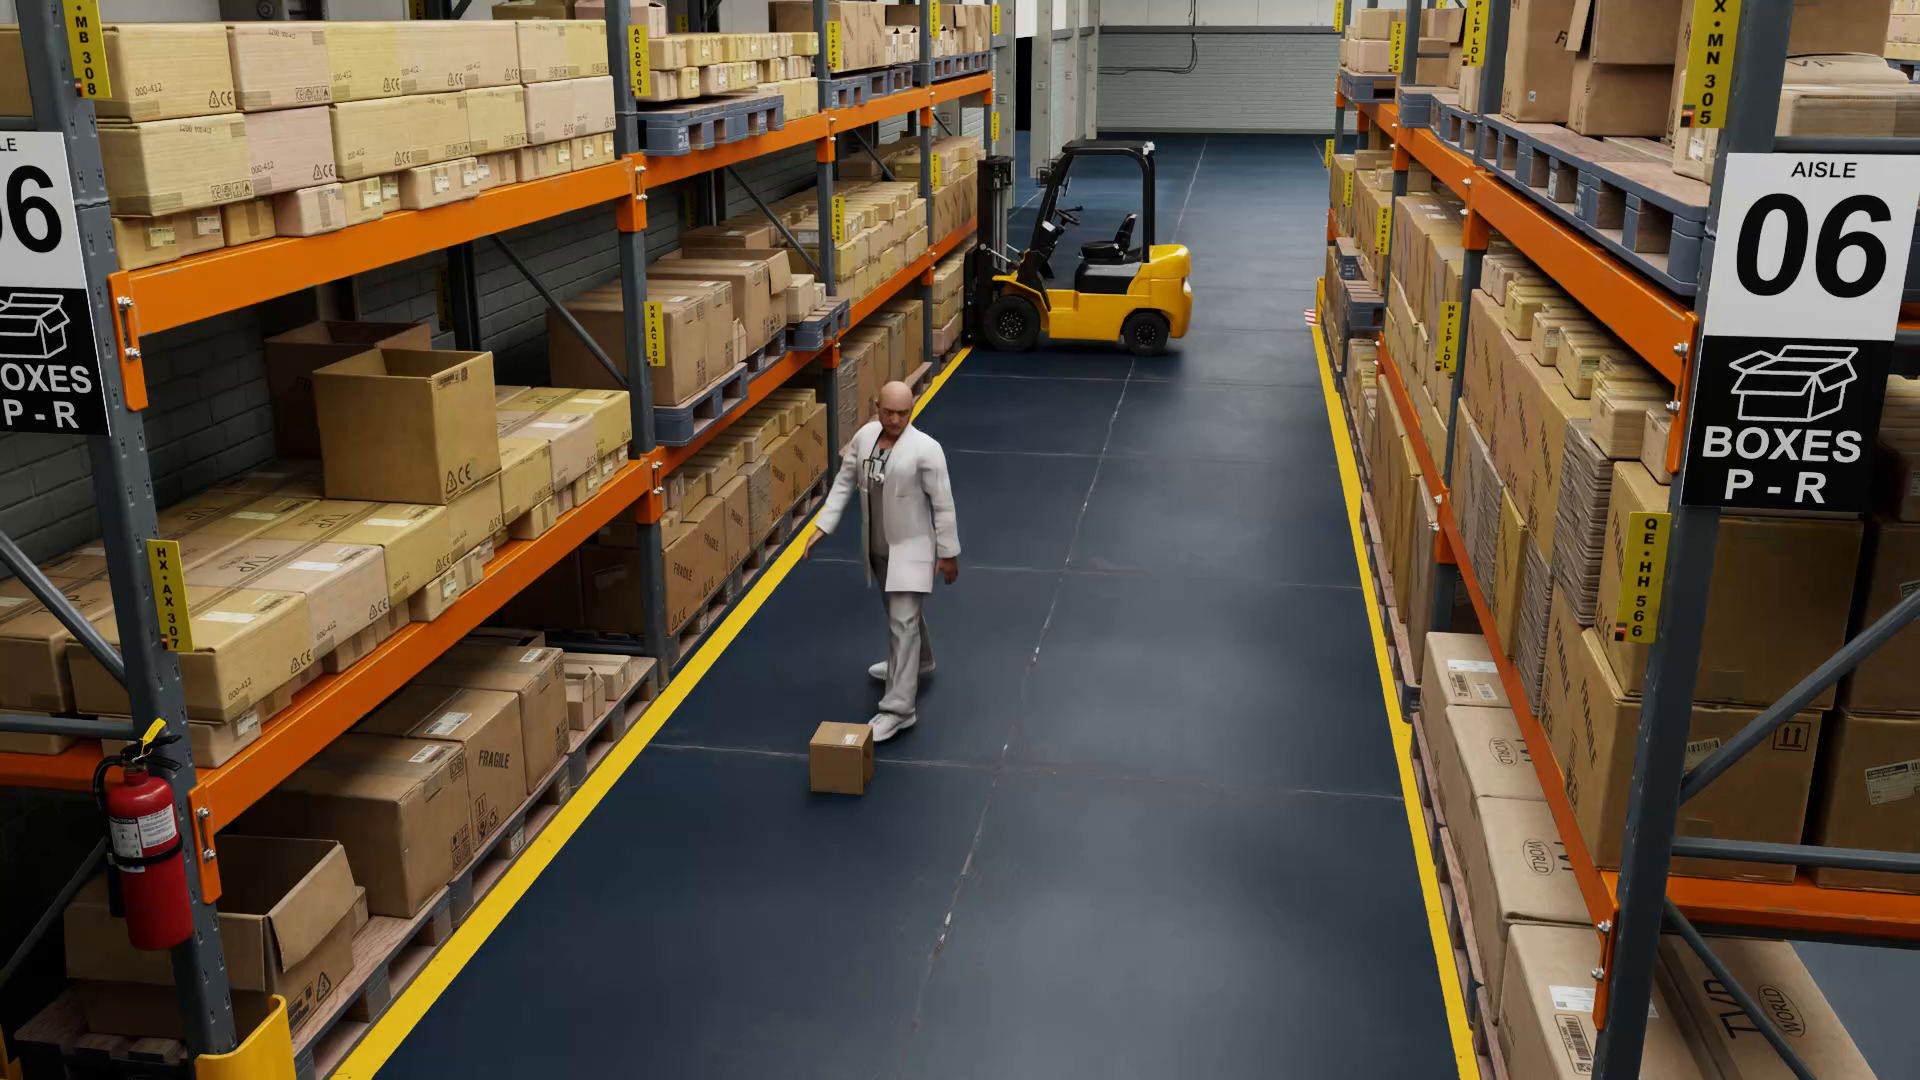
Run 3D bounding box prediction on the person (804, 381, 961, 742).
[{"bbox_3d":[-0.362,0.030,8.469,0.681,1.730,0.936,17,24,42],"label":"person"}]
